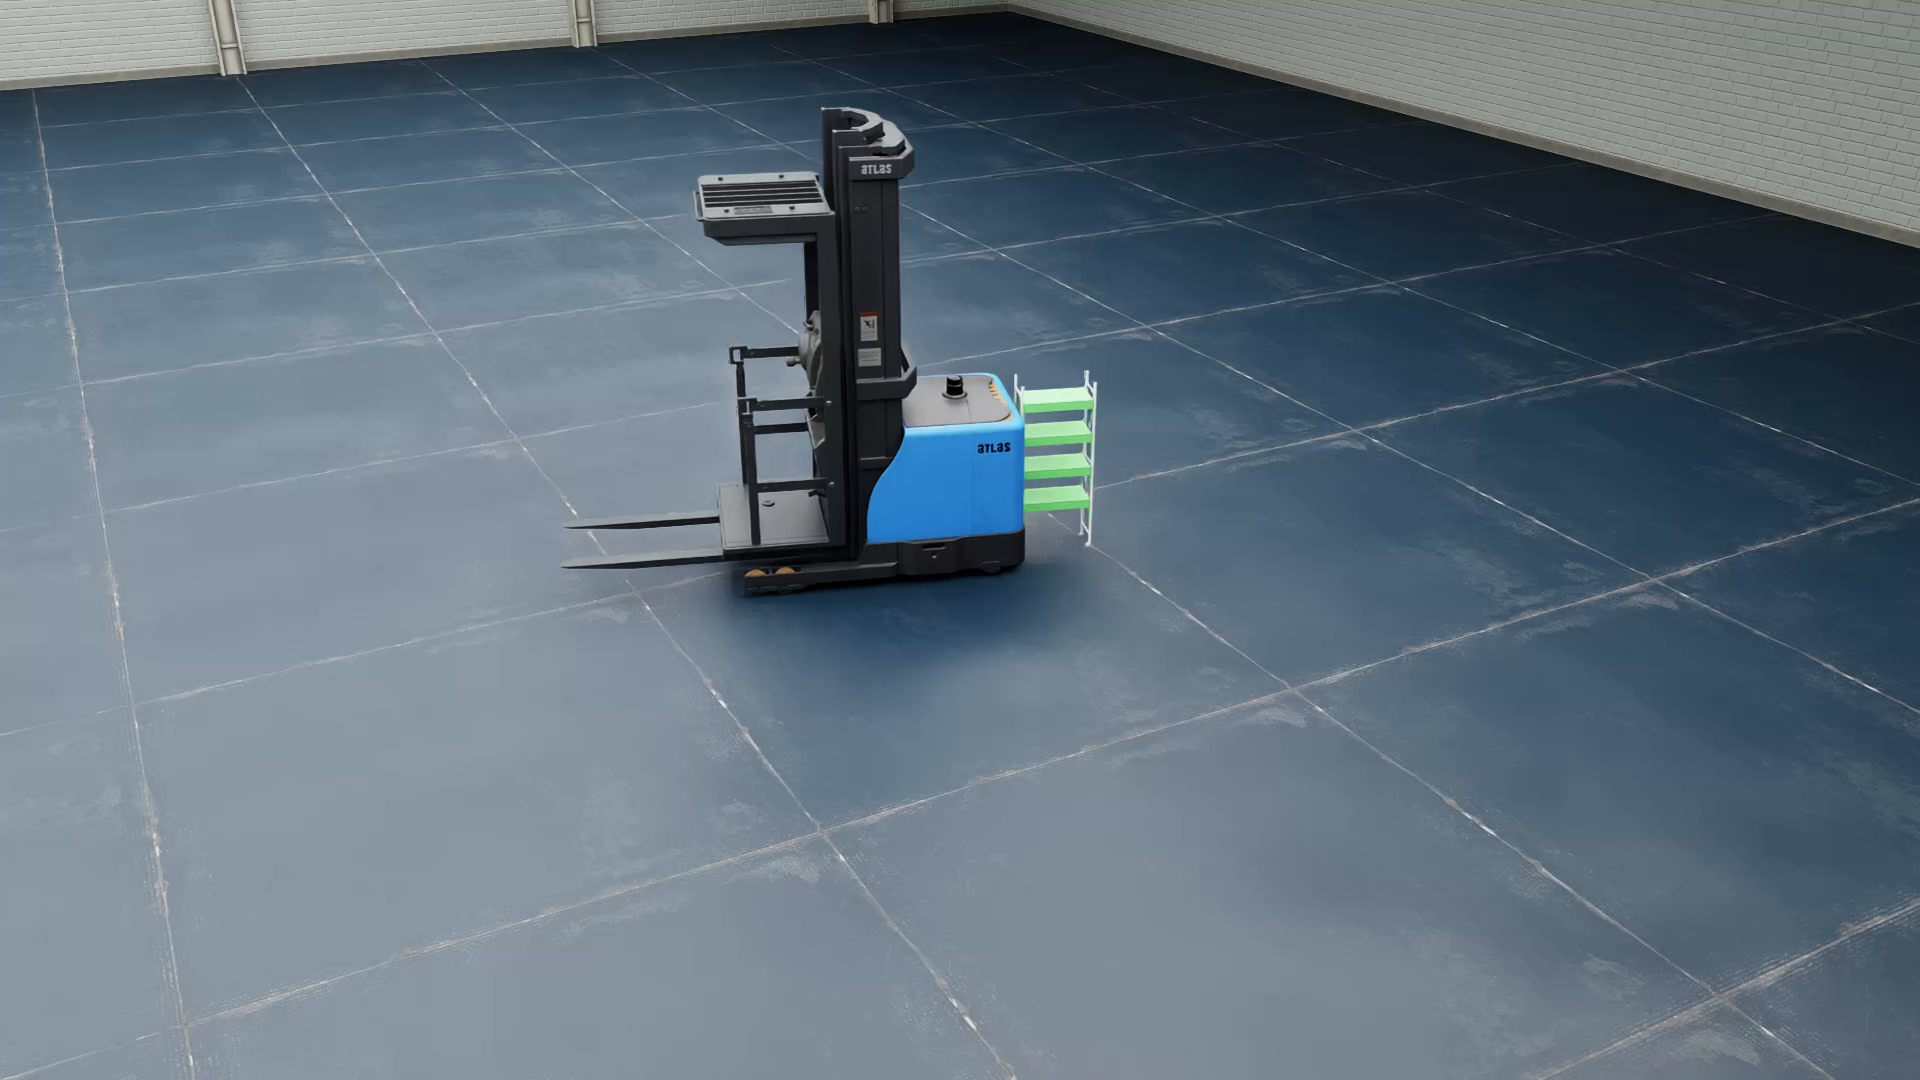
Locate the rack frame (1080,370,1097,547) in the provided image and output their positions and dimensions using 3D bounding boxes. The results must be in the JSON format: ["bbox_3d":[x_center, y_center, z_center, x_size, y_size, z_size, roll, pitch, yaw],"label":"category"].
[{"bbox_3d":[0.872,-0.546,11.304,0.015,1.200,0.240,-4,26,-9],"label":"rack frame"}]

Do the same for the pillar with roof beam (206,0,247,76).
[{"bbox_3d":[-10.121,-10.215,22.432,0.400,9.000,9.100,-13,29,-25],"label":"pillar with roof beam"}]

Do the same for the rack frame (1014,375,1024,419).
[{"bbox_3d":[0.392,-0.510,11.228,0.015,1.200,0.240,-4,26,-9],"label":"rack frame"}]

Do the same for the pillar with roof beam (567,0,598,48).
[{"bbox_3d":[-4.827,-11.437,24.977,0.400,9.000,9.100,-13,29,-25],"label":"pillar with roof beam"}]

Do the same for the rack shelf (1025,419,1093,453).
[{"bbox_3d":[0.632,-0.687,11.190,0.480,0.148,0.258,-4,26,-9],"label":"rack shelf"}]

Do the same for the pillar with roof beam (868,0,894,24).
[{"bbox_3d":[0.467,-12.659,27.522,0.400,9.000,9.100,-13,29,-25],"label":"pillar with roof beam"}]

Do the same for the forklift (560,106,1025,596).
[{"bbox_3d":[-1.133,-1.205,10.675,3.031,2.935,1.130,-4,26,-9],"label":"forklift"}]

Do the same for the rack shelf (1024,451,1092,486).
[{"bbox_3d":[0.632,-0.471,11.293,0.480,0.148,0.258,-4,26,-9],"label":"rack shelf"}]

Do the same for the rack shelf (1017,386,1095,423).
[{"bbox_3d":[0.632,-0.903,11.086,0.480,0.148,0.258,-4,26,-9],"label":"rack shelf"}]

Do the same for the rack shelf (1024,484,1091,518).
[{"bbox_3d":[0.632,-0.254,11.397,0.480,0.148,0.258,-4,26,-9],"label":"rack shelf"}]

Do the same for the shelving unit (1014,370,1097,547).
[{"bbox_3d":[0.632,-0.528,11.266,0.503,1.200,0.258,-4,26,-9],"label":"shelving unit"}]
